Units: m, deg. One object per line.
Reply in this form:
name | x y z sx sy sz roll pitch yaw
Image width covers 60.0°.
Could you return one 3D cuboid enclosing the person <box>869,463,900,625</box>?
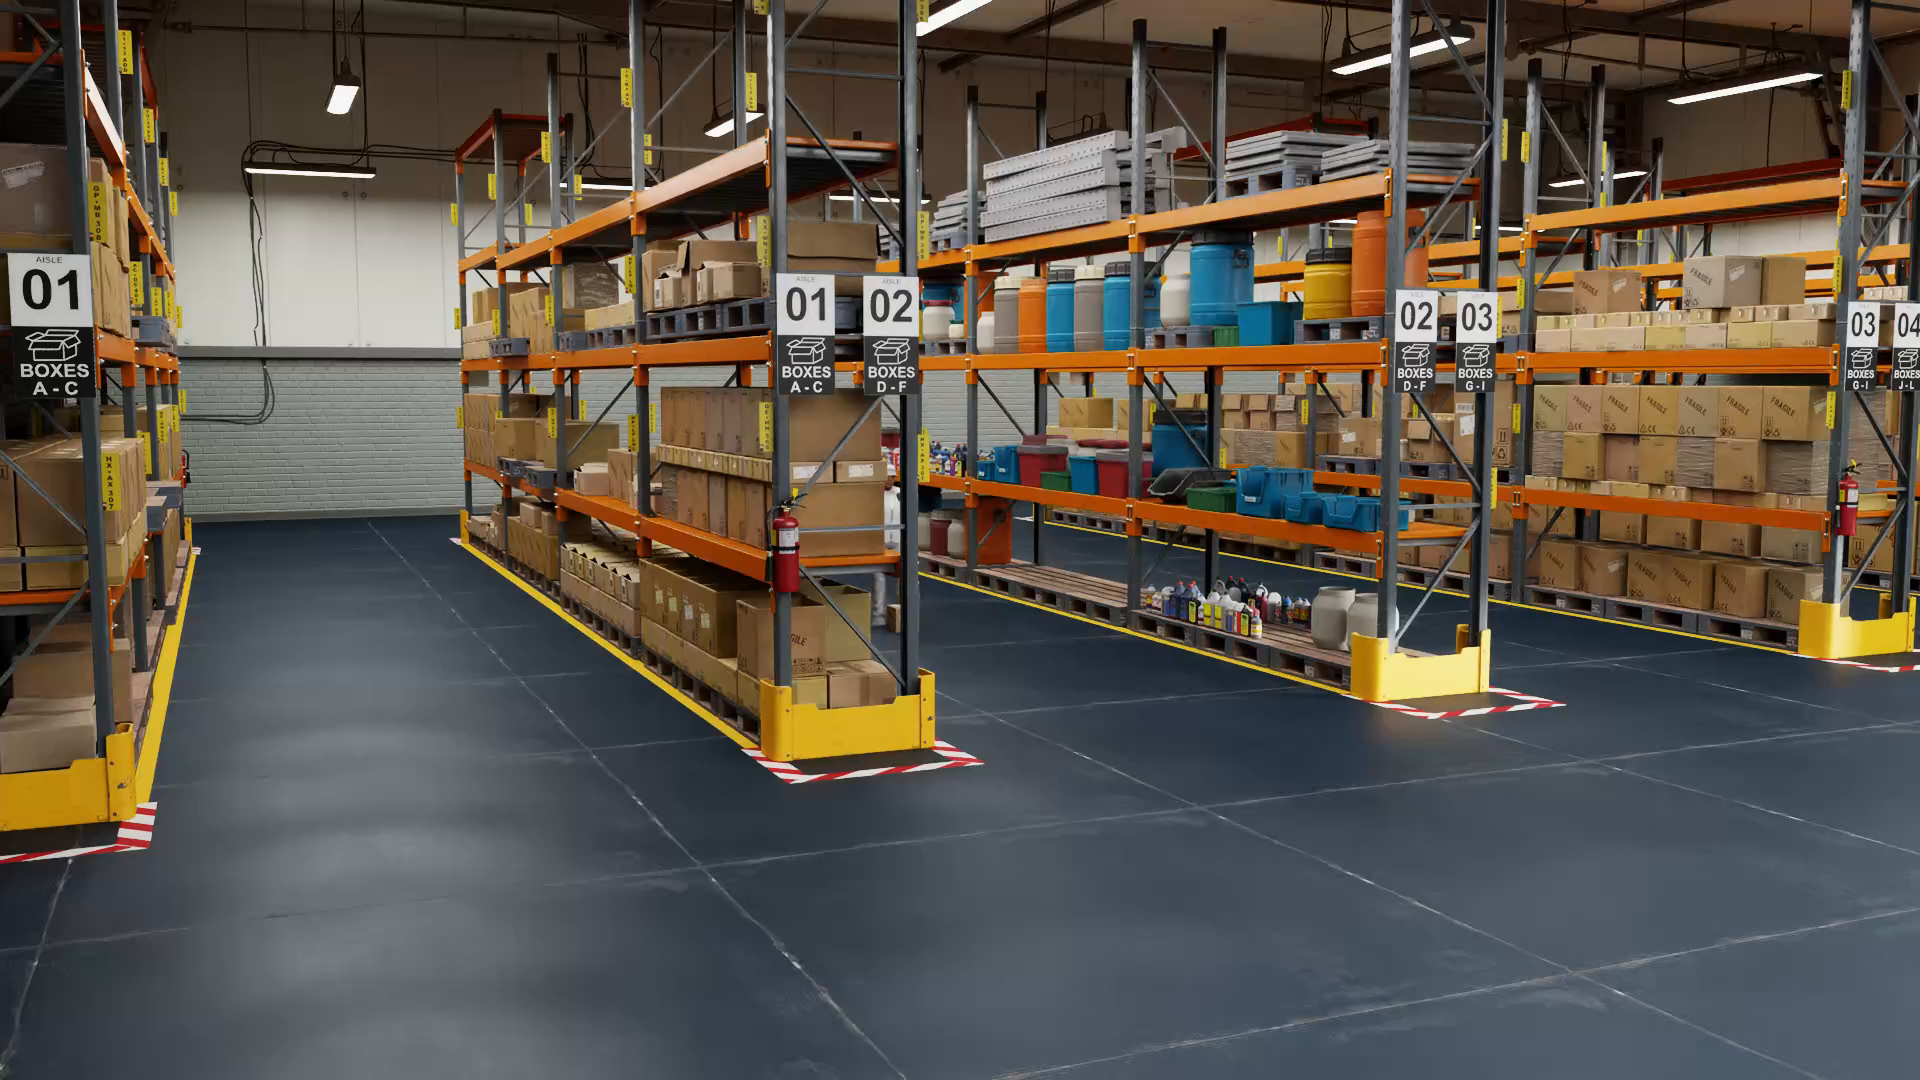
person | -0.738 0.044 17.014 0.488 1.666 0.494 -2 6 -23
